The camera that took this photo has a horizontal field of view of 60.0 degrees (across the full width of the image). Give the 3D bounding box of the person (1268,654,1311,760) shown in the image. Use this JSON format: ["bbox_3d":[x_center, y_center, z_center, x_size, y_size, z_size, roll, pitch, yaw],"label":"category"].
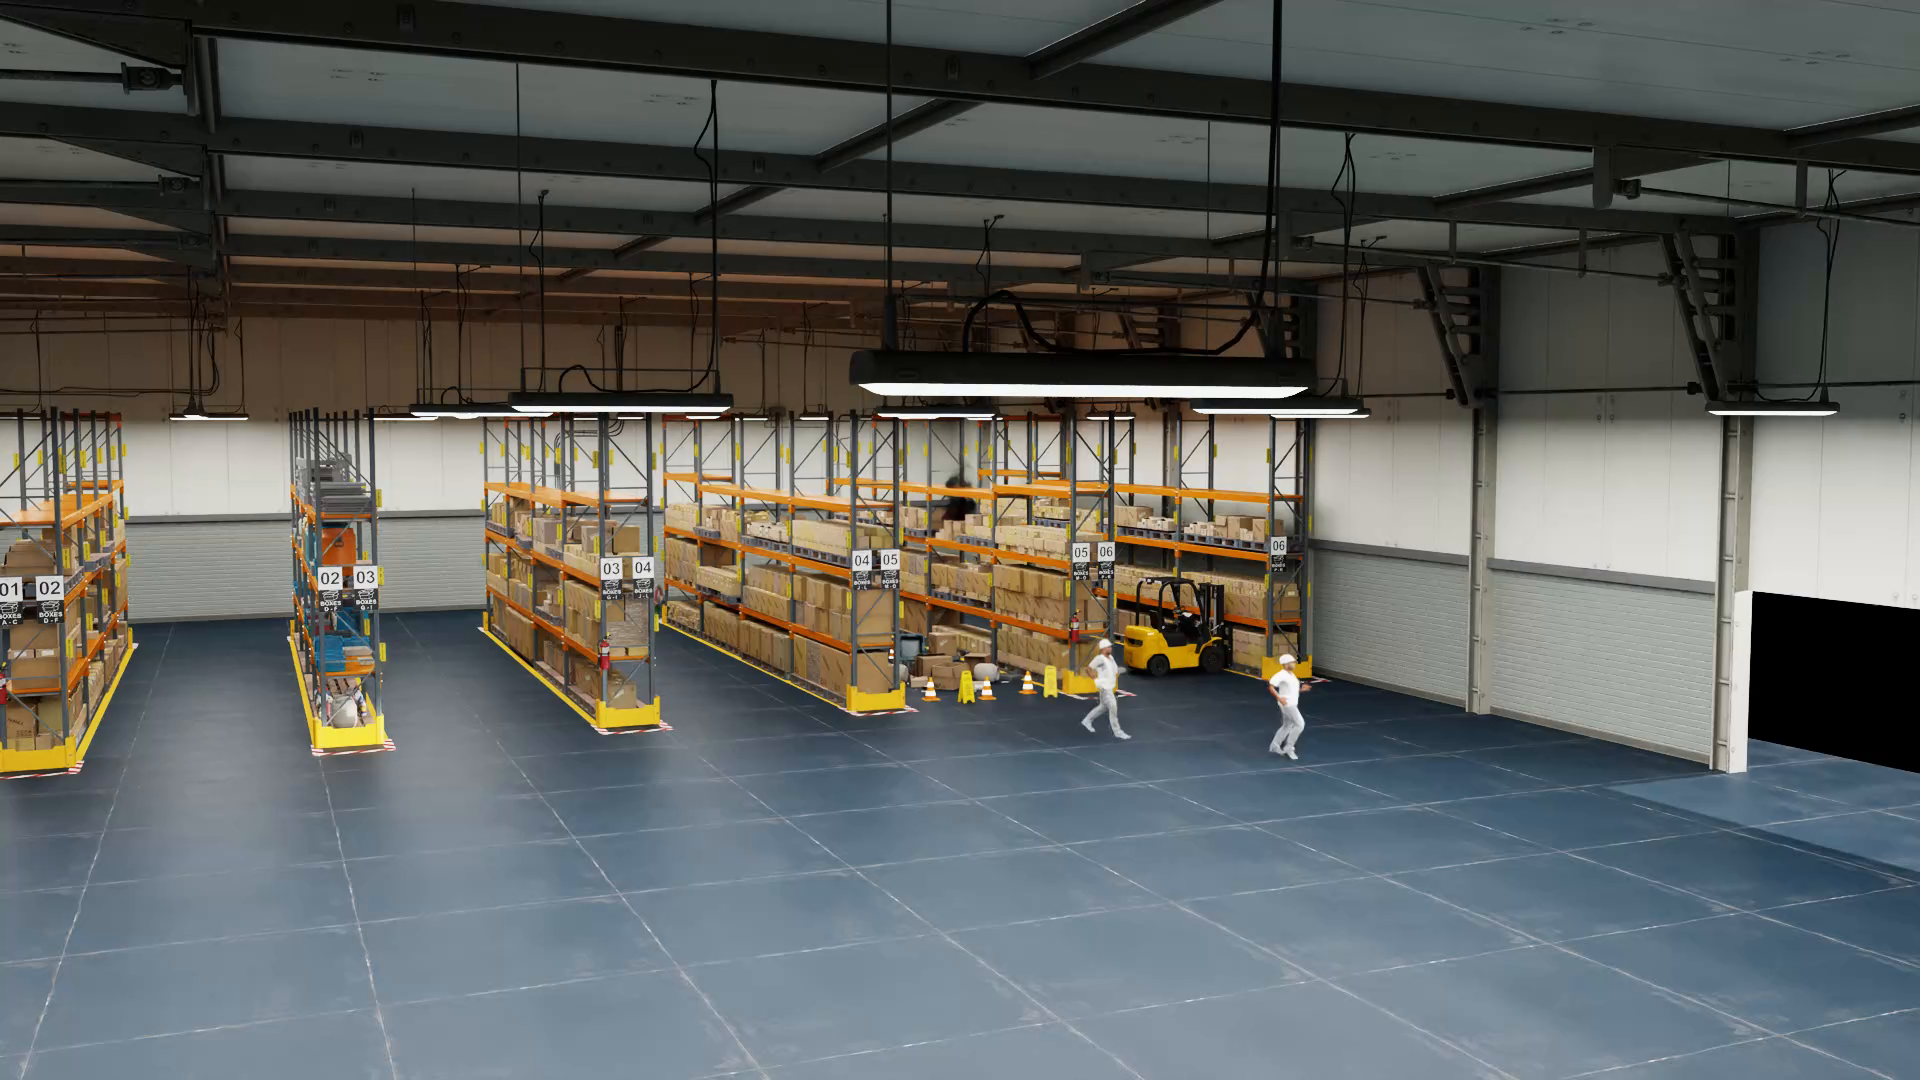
[{"bbox_3d":[5.638,2.858,28.423,0.696,1.809,0.674,2,4,21],"label":"person"}]

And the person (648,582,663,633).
[{"bbox_3d":[-8.188,1.745,44.183,0.706,1.727,0.737,-2,4,-25],"label":"person"}]

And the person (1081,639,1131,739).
[{"bbox_3d":[2.654,2.686,30.182,0.997,1.771,0.683,2,4,23],"label":"person"}]
